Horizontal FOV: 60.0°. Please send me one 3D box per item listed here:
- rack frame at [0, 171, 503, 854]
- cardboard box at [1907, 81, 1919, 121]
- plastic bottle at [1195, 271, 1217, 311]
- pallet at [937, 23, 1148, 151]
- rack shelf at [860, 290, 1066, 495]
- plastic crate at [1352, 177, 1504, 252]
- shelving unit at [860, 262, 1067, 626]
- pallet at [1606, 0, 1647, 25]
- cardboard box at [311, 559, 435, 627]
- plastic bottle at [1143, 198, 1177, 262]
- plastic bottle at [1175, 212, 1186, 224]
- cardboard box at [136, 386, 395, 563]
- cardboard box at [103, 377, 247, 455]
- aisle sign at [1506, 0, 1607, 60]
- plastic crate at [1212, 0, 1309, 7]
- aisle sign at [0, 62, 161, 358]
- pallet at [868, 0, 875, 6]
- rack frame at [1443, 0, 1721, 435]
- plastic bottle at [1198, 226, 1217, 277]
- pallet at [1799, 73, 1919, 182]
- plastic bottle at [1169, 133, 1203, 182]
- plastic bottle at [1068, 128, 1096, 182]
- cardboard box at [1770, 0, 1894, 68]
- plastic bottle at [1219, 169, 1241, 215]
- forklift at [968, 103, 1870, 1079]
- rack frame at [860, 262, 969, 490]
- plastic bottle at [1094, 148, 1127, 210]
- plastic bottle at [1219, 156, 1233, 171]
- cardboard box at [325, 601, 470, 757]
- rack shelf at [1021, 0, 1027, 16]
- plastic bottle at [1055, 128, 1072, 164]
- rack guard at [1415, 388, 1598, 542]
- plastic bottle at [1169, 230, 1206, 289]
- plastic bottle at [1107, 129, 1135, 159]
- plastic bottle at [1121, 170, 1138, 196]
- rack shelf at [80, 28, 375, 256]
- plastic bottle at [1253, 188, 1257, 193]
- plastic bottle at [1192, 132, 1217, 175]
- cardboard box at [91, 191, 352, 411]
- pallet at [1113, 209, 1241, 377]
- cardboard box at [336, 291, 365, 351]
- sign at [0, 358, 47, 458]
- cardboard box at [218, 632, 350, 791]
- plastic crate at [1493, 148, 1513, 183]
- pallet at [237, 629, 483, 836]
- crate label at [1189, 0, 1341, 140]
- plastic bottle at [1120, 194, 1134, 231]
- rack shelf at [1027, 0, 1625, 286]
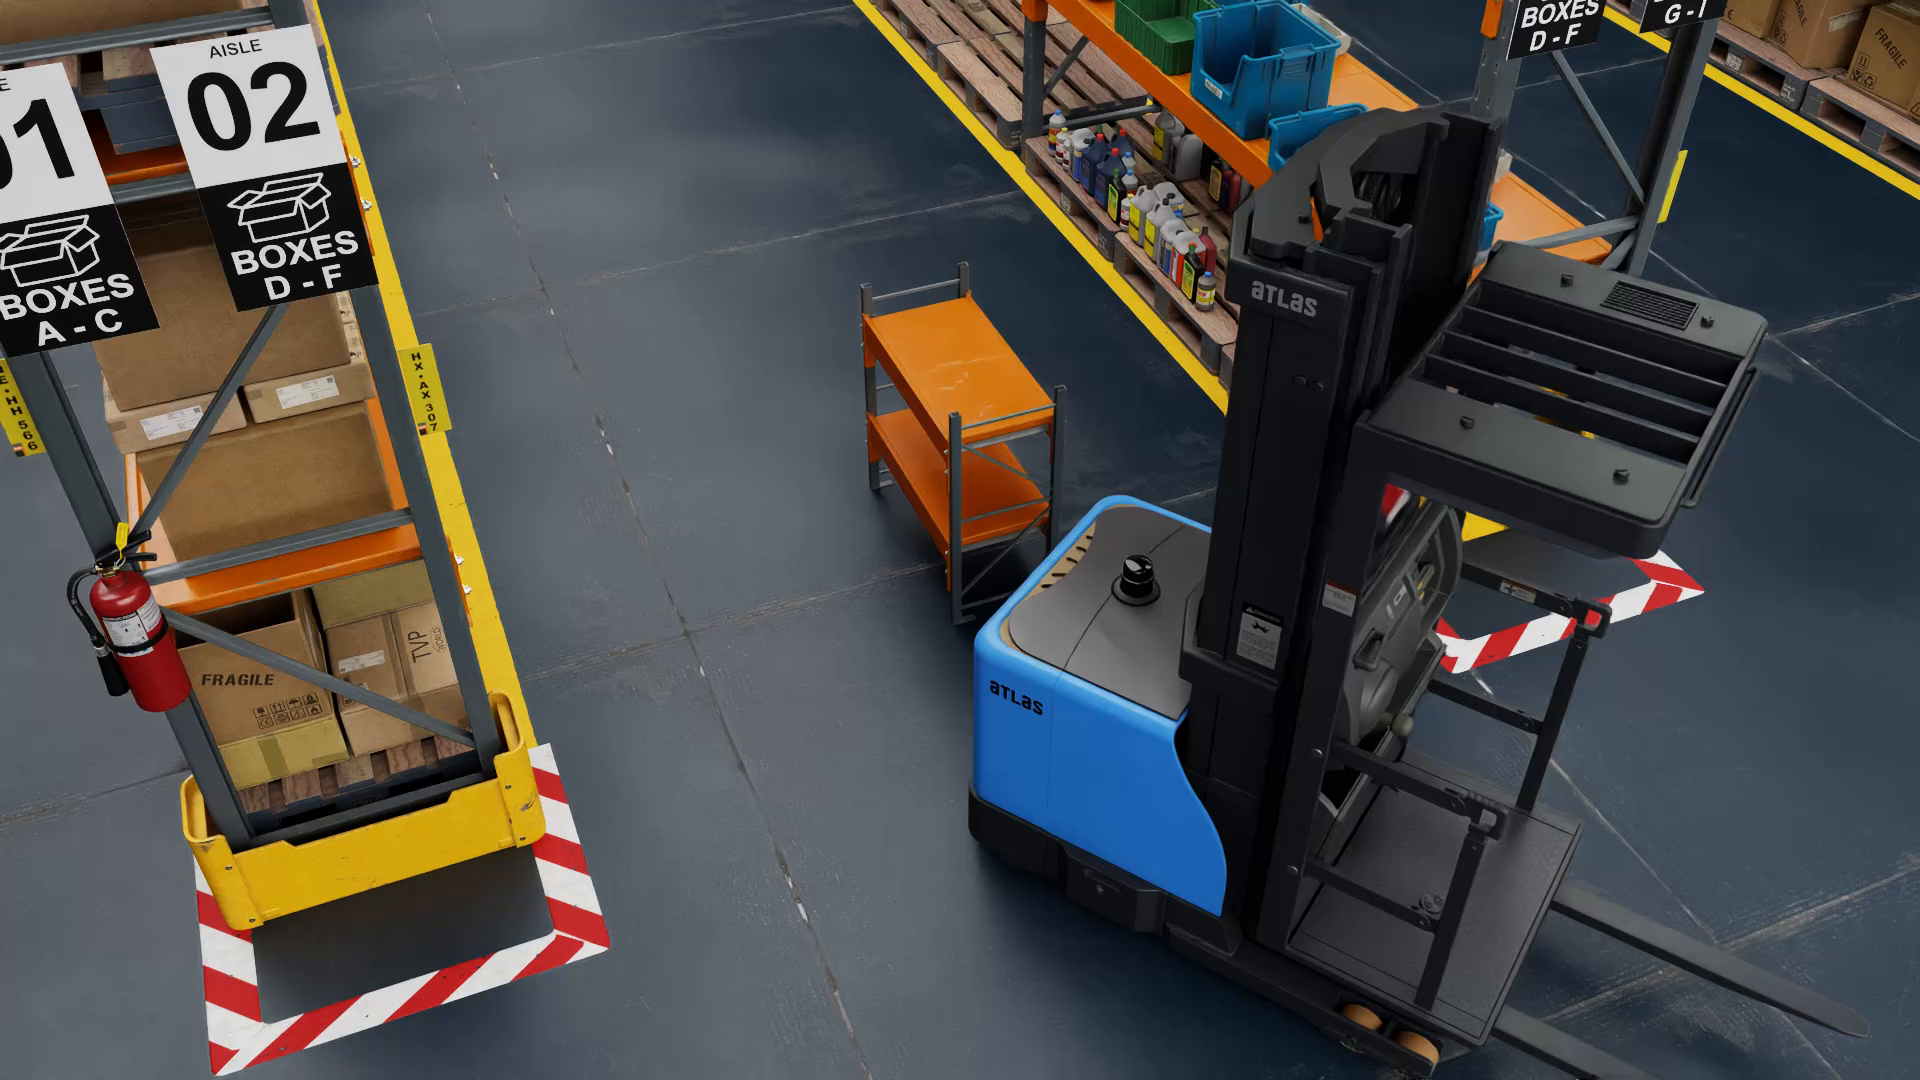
[{"bbox_3d":[-2.182,0.027,5.337,1.000,3.000,0.127,-15,43,-17],"label":"rack frame"},{"bbox_3d":[6.266,-2.768,10.182,0.500,0.500,0.500,-11,42,-13],"label":"cardboard box"},{"bbox_3d":[1.288,-1.310,8.700,0.097,0.201,0.097,0,41,0],"label":"plastic bottle"},{"bbox_3d":[0.529,-3.023,11.022,1.003,0.211,1.213,-15,43,-17],"label":"pallet"},{"bbox_3d":[-0.003,-0.652,7.116,0.538,0.278,1.000,-15,43,-17],"label":"rack shelf"},{"bbox_3d":[1.928,-1.377,7.084,0.499,0.251,0.616,-15,43,-17],"label":"plastic crate"},{"bbox_3d":[-0.003,-0.431,7.307,0.538,1.125,1.048,-15,43,-17],"label":"shelving unit"},{"bbox_3d":[5.142,-4.263,12.465,1.003,0.211,1.213,-15,43,-17],"label":"pallet"},{"bbox_3d":[-2.375,-0.054,6.642,0.500,0.500,0.500,-15,43,-17],"label":"cardboard box"},{"bbox_3d":[1.097,-1.707,9.048,0.144,0.351,0.185,-13,42,-15],"label":"plastic bottle"},{"bbox_3d":[1.192,-1.707,9.162,0.097,0.201,0.097,0,41,0],"label":"plastic bottle"},{"bbox_3d":[-2.349,-0.296,5.635,0.700,0.500,0.500,-15,43,-17],"label":"cardboard box"},{"bbox_3d":[-2.504,-0.440,5.305,0.380,0.149,0.250,-16,43,-18],"label":"cardboard box"},{"bbox_3d":[2.149,-2.075,5.787,0.394,0.787,0.004,-15,43,-17],"label":"aisle sign"},{"bbox_3d":[1.540,-2.961,8.926,0.499,0.251,0.616,-15,43,-17],"label":"plastic crate"},{"bbox_3d":[-2.428,-0.846,4.358,0.394,0.787,0.004,-15,43,-17],"label":"aisle sign"},{"bbox_3d":[-0.405,-4.492,12.731,1.003,0.211,1.213,-15,43,-17],"label":"pallet"},{"bbox_3d":[2.396,-1.207,6.771,1.000,3.000,0.127,-15,43,-17],"label":"rack frame"},{"bbox_3d":[1.315,-1.526,8.889,0.061,0.283,0.133,-15,43,-17],"label":"plastic bottle"},{"bbox_3d":[6.202,-2.663,10.603,1.003,0.211,1.213,-15,43,-17],"label":"pallet"},{"bbox_3d":[1.324,-2.267,9.756,0.152,0.276,0.135,-15,43,-17],"label":"plastic bottle"},{"bbox_3d":[0.731,-2.261,9.749,0.152,0.276,0.135,-14,43,-15],"label":"plastic bottle"},{"bbox_3d":[5.784,-3.469,10.998,0.500,0.500,0.500,-3,41,-3],"label":"cardboard box"},{"bbox_3d":[1.535,-2.001,9.441,0.061,0.283,0.133,-15,43,-17],"label":"plastic bottle"},{"bbox_3d":[1.546,0.297,5.076,3.031,2.935,1.130,23,46,24],"label":"forklift"},{"bbox_3d":[-0.197,-0.737,7.663,0.500,1.125,0.032,-15,43,-17],"label":"rack frame"},{"bbox_3d":[0.863,-2.075,9.476,0.144,0.351,0.185,-17,43,-19],"label":"plastic bottle"},{"bbox_3d":[1.575,-2.153,9.566,0.144,0.351,0.185,-15,43,-17],"label":"plastic bottle"},{"bbox_3d":[-2.182,0.531,6.537,0.500,0.250,0.500,-15,43,-17],"label":"cardboard box"},{"bbox_3d":[0.100,-4.548,11.209,1.077,0.370,4.000,-15,43,-17],"label":"rack shelf"},{"bbox_3d":[0.621,-2.360,9.921,0.097,0.201,0.097,0,41,0],"label":"plastic bottle"},{"bbox_3d":[2.323,-0.293,7.626,1.175,0.500,0.348,-15,43,-17],"label":"rack guard"},{"bbox_3d":[1.217,-1.497,8.860,0.152,0.276,0.135,-15,43,-17],"label":"plastic bottle"},{"bbox_3d":[0.924,-2.225,9.650,0.144,0.351,0.185,-15,43,-17],"label":"plastic bottle"},{"bbox_3d":[0.954,-1.966,9.409,0.097,0.271,0.097,0,41,0],"label":"plastic bottle"},{"bbox_3d":[-2.947,-2.043,5.995,1.077,0.370,4.000,-15,43,-17],"label":"rack shelf"},{"bbox_3d":[1.704,-1.933,9.424,0.097,0.201,0.097,0,41,0],"label":"plastic bottle"},{"bbox_3d":[1.451,-2.347,9.792,0.144,0.351,0.185,-17,44,-19],"label":"plastic bottle"},{"bbox_3d":[-2.369,-0.819,5.249,0.700,0.500,0.500,-15,43,-17],"label":"cardboard box"},{"bbox_3d":[1.554,-1.408,9.144,1.003,0.211,1.213,-15,43,-17],"label":"pallet"},{"bbox_3d":[-2.237,-0.706,5.615,0.380,0.149,0.250,-16,43,-18],"label":"cardboard box"},{"bbox_3d":[-2.689,-0.375,4.735,0.100,0.325,0.005,-15,43,-17],"label":"sign"},{"bbox_3d":[-2.660,0.661,6.387,0.500,0.250,0.500,-15,43,-17],"label":"cardboard box"},{"bbox_3d":[2.351,-1.726,7.578,0.298,0.136,0.250,-15,43,-17],"label":"plastic crate"},{"bbox_3d":[-2.513,0.634,6.770,1.003,0.211,1.213,-15,43,-17],"label":"pallet"},{"bbox_3d":[1.442,-2.262,7.971,0.502,0.435,0.616,-15,43,-17],"label":"crate label"},{"bbox_3d":[0.950,-1.842,9.319,0.097,0.201,0.097,0,41,0],"label":"plastic bottle"},{"bbox_3d":[1.631,-2.139,8.407,1.077,0.370,4.000,-15,43,-17],"label":"rack shelf"}]
